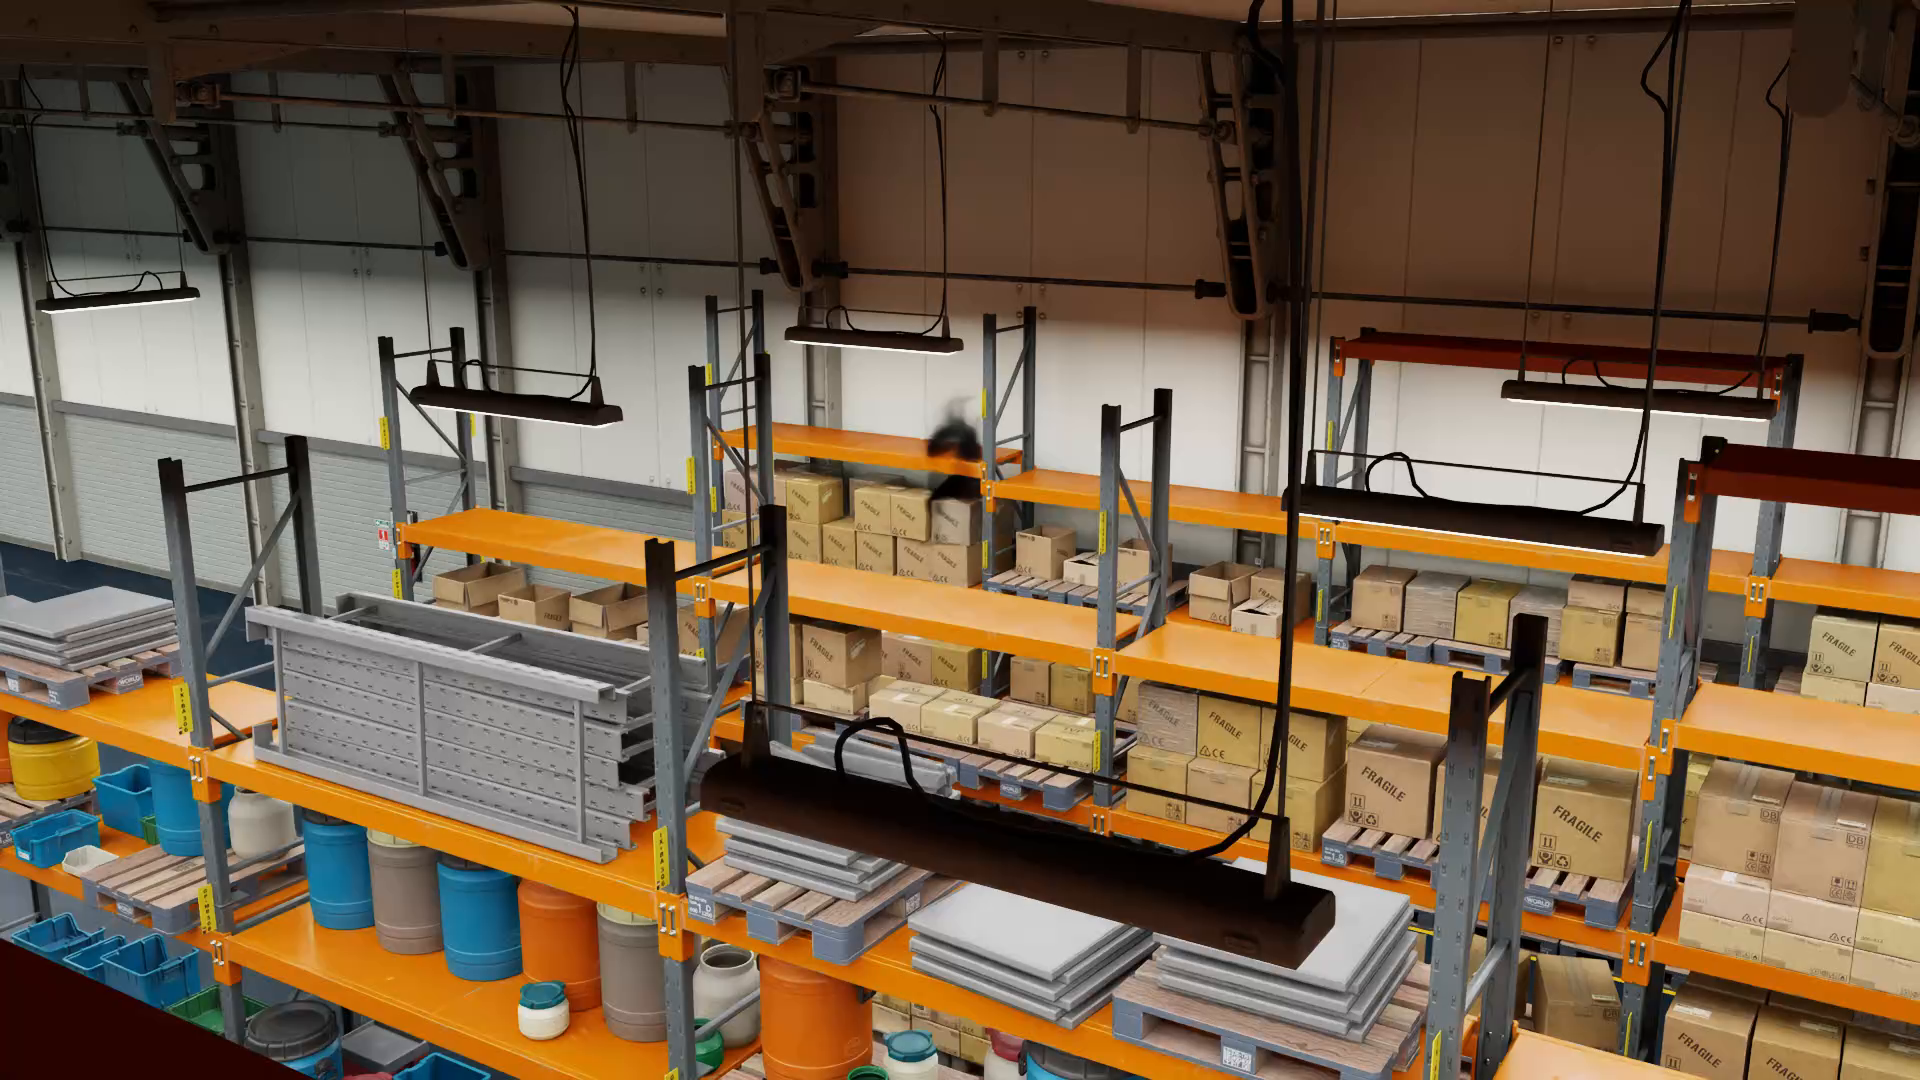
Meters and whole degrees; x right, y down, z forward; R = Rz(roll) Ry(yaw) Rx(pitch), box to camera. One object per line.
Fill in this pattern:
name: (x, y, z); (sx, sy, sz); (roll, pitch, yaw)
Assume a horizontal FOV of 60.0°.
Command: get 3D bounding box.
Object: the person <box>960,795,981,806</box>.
person: (0.009, 2.856, 17.179); (0.679, 1.764, 0.558); (5, 15, 21)
